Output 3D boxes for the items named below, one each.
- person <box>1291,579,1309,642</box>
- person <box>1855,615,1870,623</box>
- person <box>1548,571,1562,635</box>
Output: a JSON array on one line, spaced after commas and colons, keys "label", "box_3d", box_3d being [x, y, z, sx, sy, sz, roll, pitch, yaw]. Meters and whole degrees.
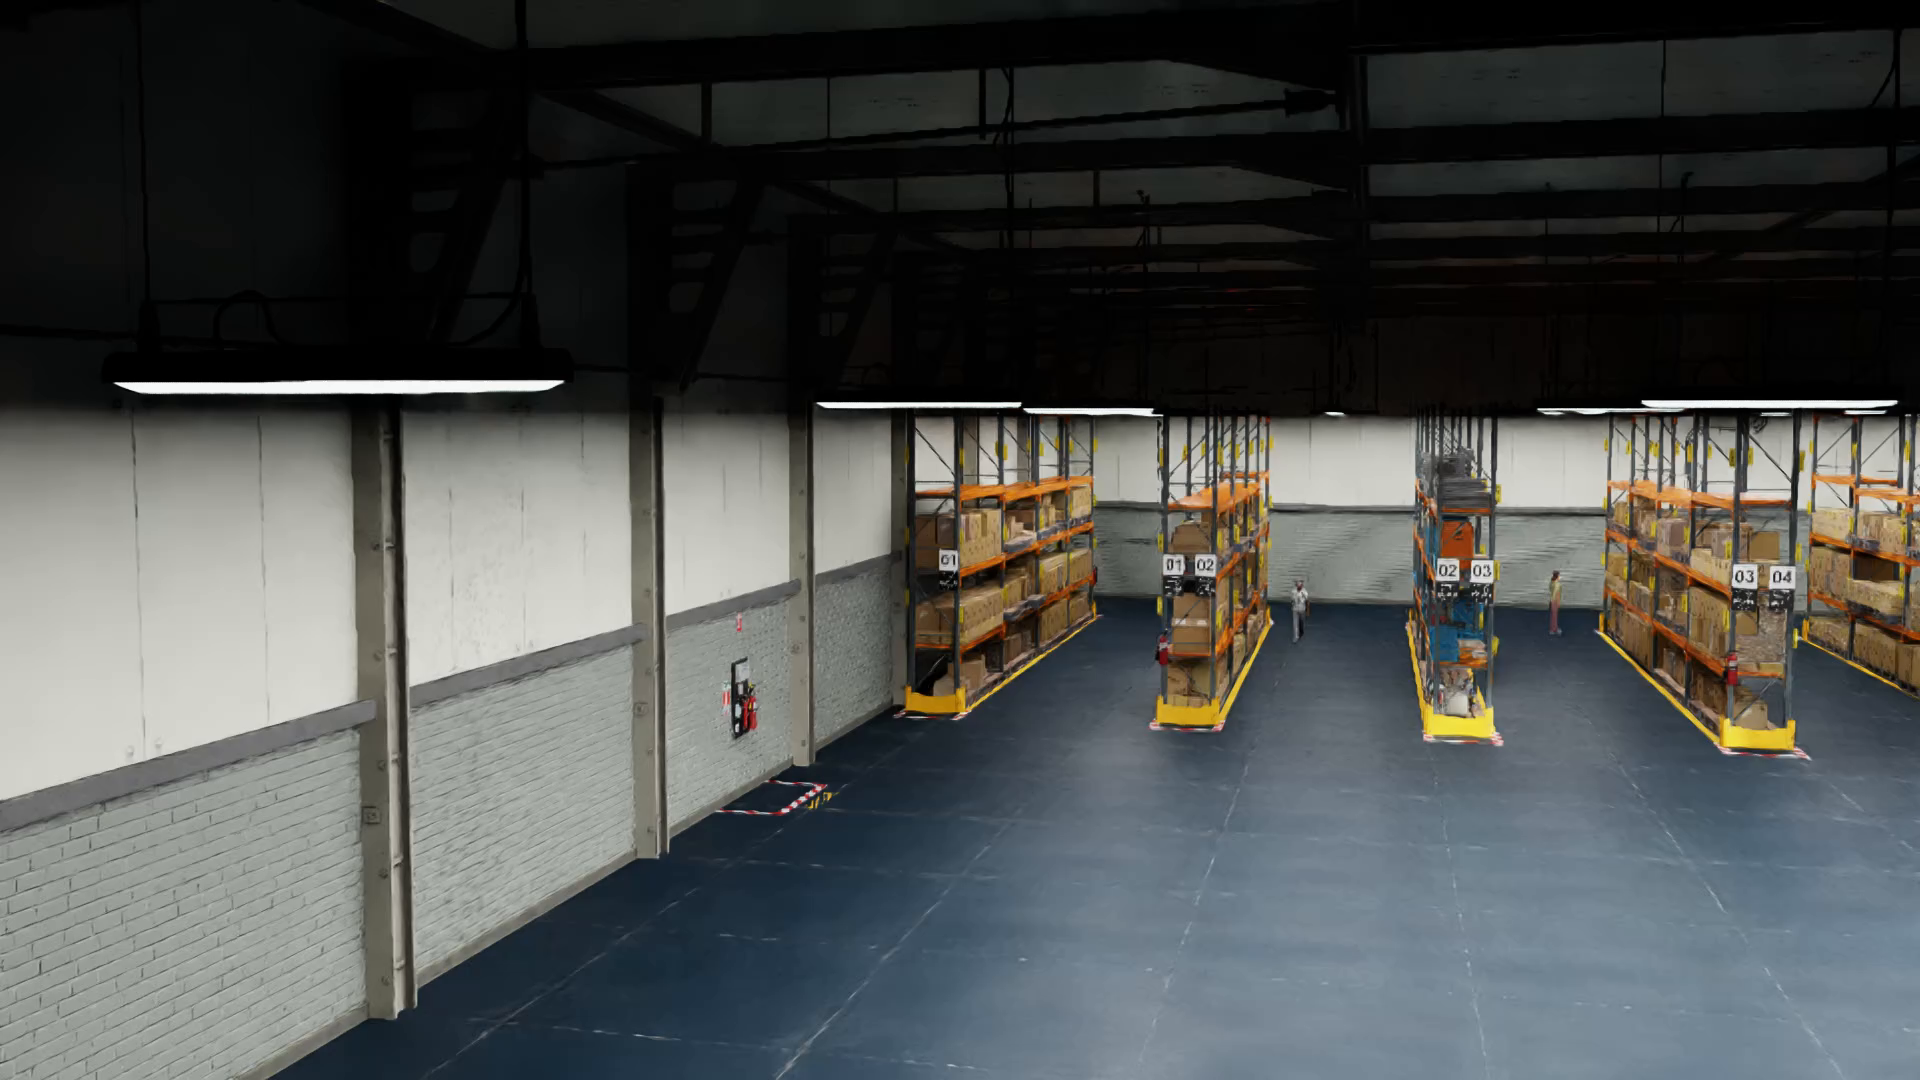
[{"label": "person", "box_3d": [8.740, 1.795, 42.729, 0.461, 1.623, 0.999, 1, 4, 13]}, {"label": "person", "box_3d": [24.470, 1.649, 45.211, 0.638, 1.574, 0.444, -1, 4, -12]}, {"label": "person", "box_3d": [15.866, 1.661, 44.202, 0.454, 1.663, 0.536, 0, 4, -5]}]
